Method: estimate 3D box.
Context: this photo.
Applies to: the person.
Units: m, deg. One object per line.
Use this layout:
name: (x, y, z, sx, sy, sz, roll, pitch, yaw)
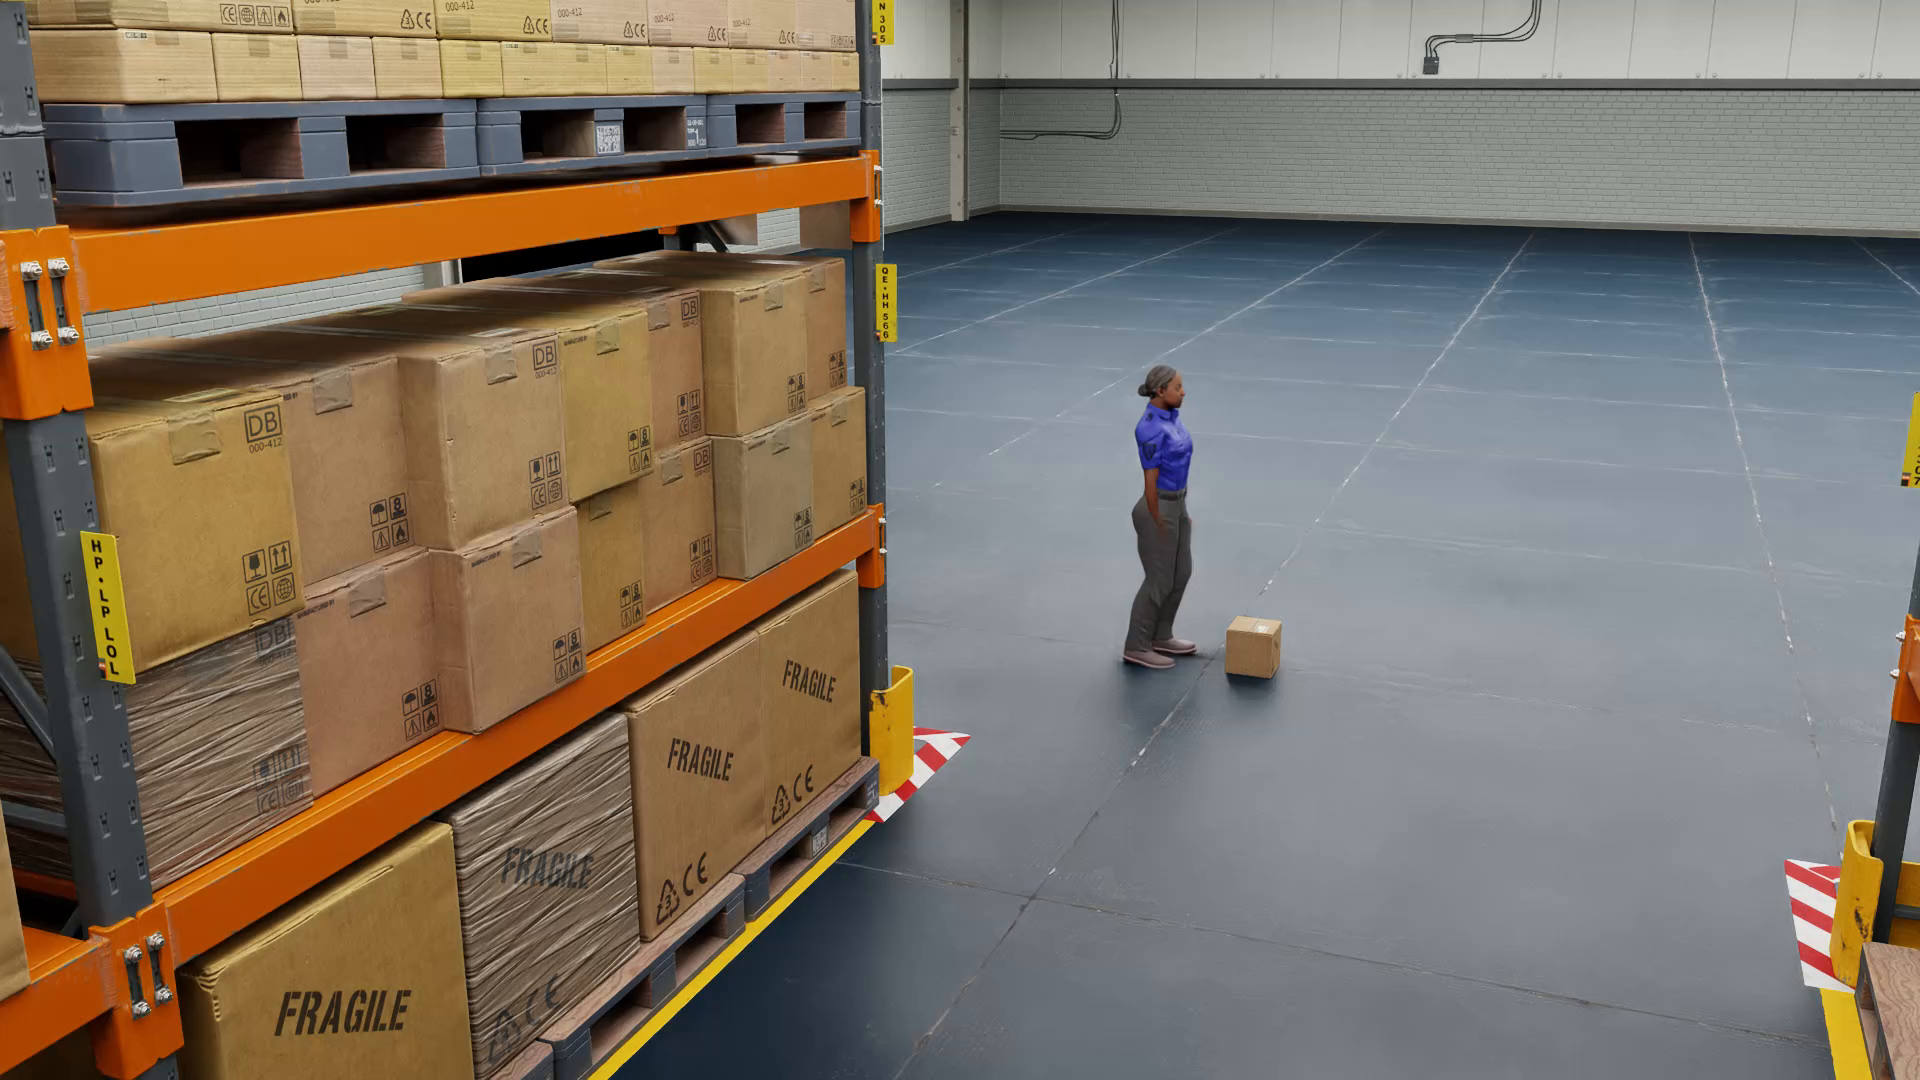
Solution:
person: (1.120, -0.137, 9.059, 0.349, 1.657, 0.439, 6, 17, 22)
